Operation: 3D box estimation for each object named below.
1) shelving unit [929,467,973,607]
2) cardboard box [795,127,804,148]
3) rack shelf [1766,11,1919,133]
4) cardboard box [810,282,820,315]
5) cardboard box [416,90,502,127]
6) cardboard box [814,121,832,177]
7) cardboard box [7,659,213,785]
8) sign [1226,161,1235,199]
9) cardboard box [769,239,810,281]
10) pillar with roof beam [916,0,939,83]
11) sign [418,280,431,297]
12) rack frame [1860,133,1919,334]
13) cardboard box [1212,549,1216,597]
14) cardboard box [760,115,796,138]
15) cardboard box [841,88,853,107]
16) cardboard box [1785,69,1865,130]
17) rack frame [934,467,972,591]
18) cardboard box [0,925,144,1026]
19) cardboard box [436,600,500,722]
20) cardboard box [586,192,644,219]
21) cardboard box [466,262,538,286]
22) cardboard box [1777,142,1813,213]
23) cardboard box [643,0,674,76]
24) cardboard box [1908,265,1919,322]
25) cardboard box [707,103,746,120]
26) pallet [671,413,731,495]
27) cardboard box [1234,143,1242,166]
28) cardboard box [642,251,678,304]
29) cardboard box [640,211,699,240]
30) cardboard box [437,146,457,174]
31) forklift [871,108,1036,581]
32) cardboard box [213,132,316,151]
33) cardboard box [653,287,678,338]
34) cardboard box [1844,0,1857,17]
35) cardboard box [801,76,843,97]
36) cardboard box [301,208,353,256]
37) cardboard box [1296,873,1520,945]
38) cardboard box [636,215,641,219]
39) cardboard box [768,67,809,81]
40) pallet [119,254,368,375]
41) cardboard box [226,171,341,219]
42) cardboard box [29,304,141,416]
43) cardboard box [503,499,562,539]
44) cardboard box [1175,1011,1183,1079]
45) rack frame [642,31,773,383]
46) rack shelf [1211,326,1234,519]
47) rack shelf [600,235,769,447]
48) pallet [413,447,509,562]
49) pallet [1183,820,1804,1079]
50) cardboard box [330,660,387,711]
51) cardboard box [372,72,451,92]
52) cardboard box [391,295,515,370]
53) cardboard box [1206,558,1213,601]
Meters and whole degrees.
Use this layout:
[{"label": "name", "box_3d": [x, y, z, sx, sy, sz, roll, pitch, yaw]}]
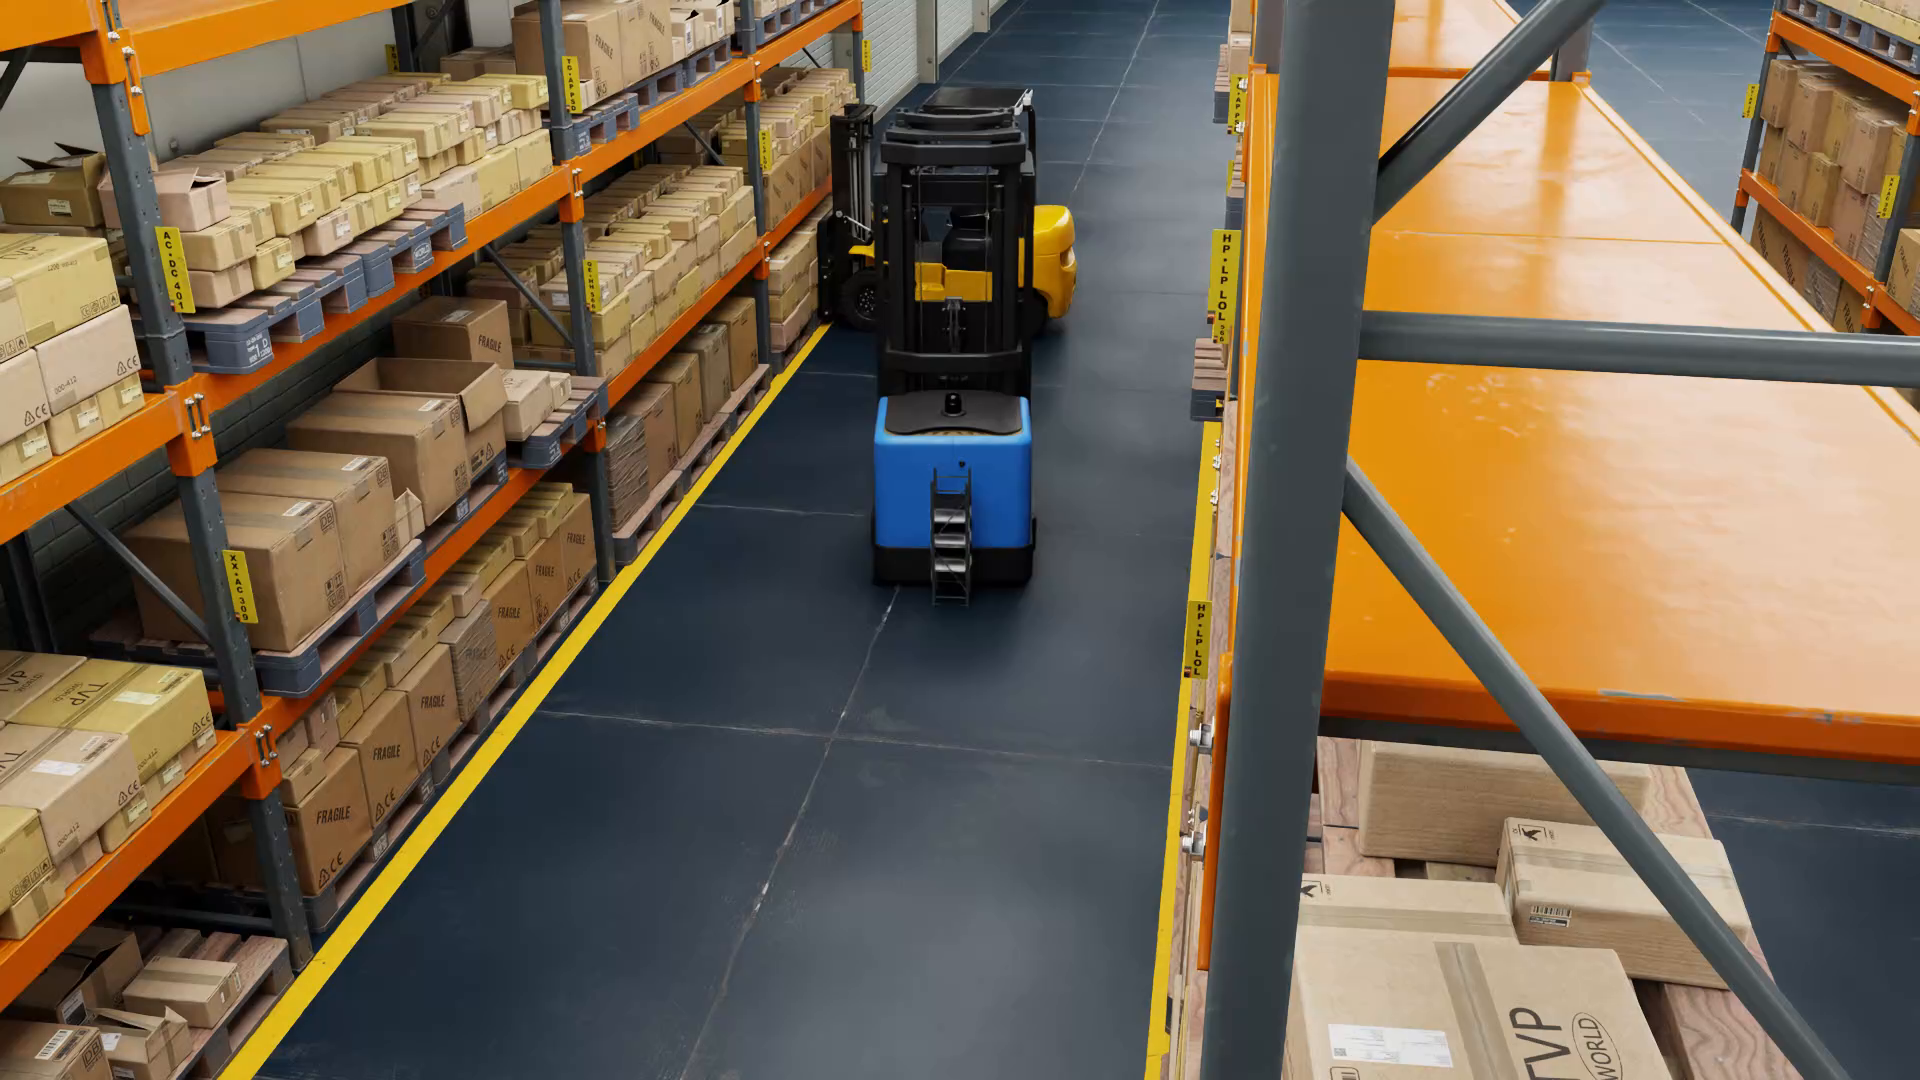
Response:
[{"label": "shelving unit", "box_3d": [-0.055, -0.016, 10.707, 0.258, 0.900, 0.210, 2, 29, 5]}, {"label": "cardboard box", "box_3d": [-1.641, -3.677, 15.185, 0.380, 0.149, 0.250, 4, 25, 8]}, {"label": "rack shelf", "box_3d": [7.958, -4.022, 14.115, 1.077, 0.370, 4.000, 4, 25, 9]}, {"label": "cardboard box", "box_3d": [-1.625, -2.350, 15.980, 0.500, 0.250, 0.500, 4, 25, 9]}, {"label": "cardboard box", "box_3d": [-2.725, -2.348, 9.044, 0.380, 0.149, 0.250, 3, 25, 7]}, {"label": "cardboard box", "box_3d": [-1.512, -3.860, 16.340, 0.500, 0.500, 0.500, 4, 25, 8]}, {"label": "cardboard box", "box_3d": [-3.317, 0.713, 6.515, 0.500, 0.250, 0.500, 5, 25, 10]}, {"label": "sign", "box_3d": [2.194, -2.880, 13.344, 0.100, 0.325, 0.005, 4, 25, 9]}, {"label": "cardboard box", "box_3d": [-1.685, -2.588, 15.309, 0.500, 0.250, 0.500, 4, 25, 9]}, {"label": "pillar with roof beam", "box_3d": [3.692, -11.678, 26.084, 9.100, 9.000, 0.400, 4, 25, 9]}, {"label": "sign", "box_3d": [-3.369, -1.685, 10.445, 0.100, 0.325, 0.005, 4, 25, 9]}, {"label": "rack frame", "box_3d": [7.631, -2.153, 12.812, 1.000, 3.000, 0.127, 4, 25, 9]}, {"label": "cardboard box", "box_3d": [1.249, 0.190, 6.509, 0.500, 0.500, 0.500, 5, 26, 10]}, {"label": "cardboard box", "box_3d": [-1.692, -3.706, 14.896, 0.380, 0.149, 0.250, 5, 25, 10]}, {"label": "cardboard box", "box_3d": [-1.306, -4.535, 17.017, 0.380, 0.149, 0.250, 4, 25, 9]}, {"label": "cardboard box", "box_3d": [8.187, -3.994, 15.294, 0.875, 0.550, 0.550, 4, 25, 9]}, {"label": "rack frame", "box_3d": [-0.046, -0.065, 10.795, 0.240, 0.900, 0.006, 2, 29, 5]}, {"label": "cardboard box", "box_3d": [-3.815, 1.837, 6.963, 0.500, 0.311, 0.500, 5, 26, 10]}, {"label": "cardboard box", "box_3d": [-2.919, 0.657, 9.262, 0.500, 0.500, 0.500, 3, 25, 7]}, {"label": "cardboard box", "box_3d": [-2.660, -2.580, 12.839, 0.380, 0.149, 0.250, 4, 25, 8]}, {"label": "cardboard box", "box_3d": [-3.034, -1.730, 11.024, 0.380, 0.149, 0.250, 5, 25, 10]}, {"label": "cardboard box", "box_3d": [7.985, -3.279, 15.039, 0.875, 0.550, 0.550, 4, 25, 9]}, {"label": "cardboard box", "box_3d": [-2.295, -3.474, 11.365, 0.500, 0.500, 0.500, 5, 25, 10]}, {"label": "cardboard box", "box_3d": [7.198, -1.786, 11.909, 0.500, 0.500, 0.500, 4, 25, 9]}, {"label": "cardboard box", "box_3d": [-2.172, -3.958, 15.433, 0.380, 0.149, 0.250, 4, 25, 8]}, {"label": "pallet", "box_3d": [-2.446, -0.711, 13.019, 1.003, 0.211, 1.213, 4, 25, 9]}, {"label": "cardboard box", "box_3d": [2.305, -2.946, 12.775, 0.380, 0.149, 0.250, 4, 25, 8]}, {"label": "cardboard box", "box_3d": [-2.321, -1.877, 11.810, 0.500, 0.250, 0.500, 3, 25, 7]}, {"label": "cardboard box", "box_3d": [-2.150, -2.324, 12.294, 0.380, 0.149, 0.250, 3, 25, 7]}, {"label": "cardboard box", "box_3d": [-2.858, -2.006, 8.667, 0.380, 0.149, 0.250, 4, 25, 9]}, {"label": "forklift", "box_3d": [-0.041, -1.635, 11.785, 1.130, 2.935, 3.031, 0, 25, 0]}, {"label": "cardboard box", "box_3d": [-3.314, -1.845, 7.948, 0.380, 0.149, 0.250, 5, 25, 10]}, {"label": "cardboard box", "box_3d": [-2.342, -1.650, 11.913, 0.500, 0.250, 0.500, 3, 25, 7]}, {"label": "cardboard box", "box_3d": [7.623, -4.446, 13.855, 0.380, 0.149, 0.250, 4, 25, 8]}, {"label": "cardboard box", "box_3d": [-1.389, -4.562, 16.724, 0.380, 0.149, 0.250, 5, 25, 10]}, {"label": "cardboard box", "box_3d": [-2.886, -1.346, 7.233, 0.380, 0.149, 0.250, 4, 25, 9]}, {"label": "cardboard box", "box_3d": [0.744, 0.709, 2.841, 0.380, 0.149, 0.250, 2, 25, 4]}, {"label": "cardboard box", "box_3d": [-2.690, -2.337, 12.791, 0.500, 0.250, 0.500, 3, 25, 7]}, {"label": "cardboard box", "box_3d": [-1.779, -4.817, 17.269, 0.380, 0.149, 0.250, 4, 25, 8]}, {"label": "pallet", "box_3d": [-3.298, -0.992, 7.014, 1.213, 0.211, 1.003, 4, 25, 9]}, {"label": "cardboard box", "box_3d": [-2.920, -1.489, 7.187, 0.380, 0.149, 0.250, 4, 25, 8]}, {"label": "cardboard box", "box_3d": [-3.306, -0.656, 5.902, 0.500, 0.250, 0.500, 4, 25, 9]}, {"label": "cardboard box", "box_3d": [-2.665, -0.135, 10.187, 0.380, 0.149, 0.250, 3, 25, 6]}, {"label": "cardboard box", "box_3d": [0.830, 1.658, 4.551, 0.500, 0.500, 0.500, 5, 26, 10]}, {"label": "rack frame", "box_3d": [-2.167, -2.796, 14.185, 1.000, 3.000, 0.127, 4, 25, 9]}, {"label": "rack shelf", "box_3d": [1.750, -0.977, 7.610, 1.077, 0.370, 4.000, 4, 25, 9]}, {"label": "rack shelf", "box_3d": [-2.494, -1.634, 12.551, 1.077, 0.370, 4.000, 4, 25, 9]}, {"label": "pallet", "box_3d": [-3.134, -0.223, 8.914, 1.003, 0.211, 1.213, 4, 25, 9]}, {"label": "pallet", "box_3d": [0.881, 0.936, 2.779, 1.003, 0.211, 1.213, 4, 25, 9]}, {"label": "cardboard box", "box_3d": [-3.122, 0.721, 8.359, 0.380, 0.149, 0.250, 4, 25, 8]}, {"label": "cardboard box", "box_3d": [-3.153, -2.594, 9.572, 0.380, 0.149, 0.250, 3, 25, 7]}, {"label": "cardboard box", "box_3d": [-3.059, -1.154, 10.064, 0.500, 0.500, 0.500, 5, 26, 11]}, {"label": "cardboard box", "box_3d": [1.732, 0.647, 8.840, 0.875, 0.875, 0.875, 4, 25, 9]}]
